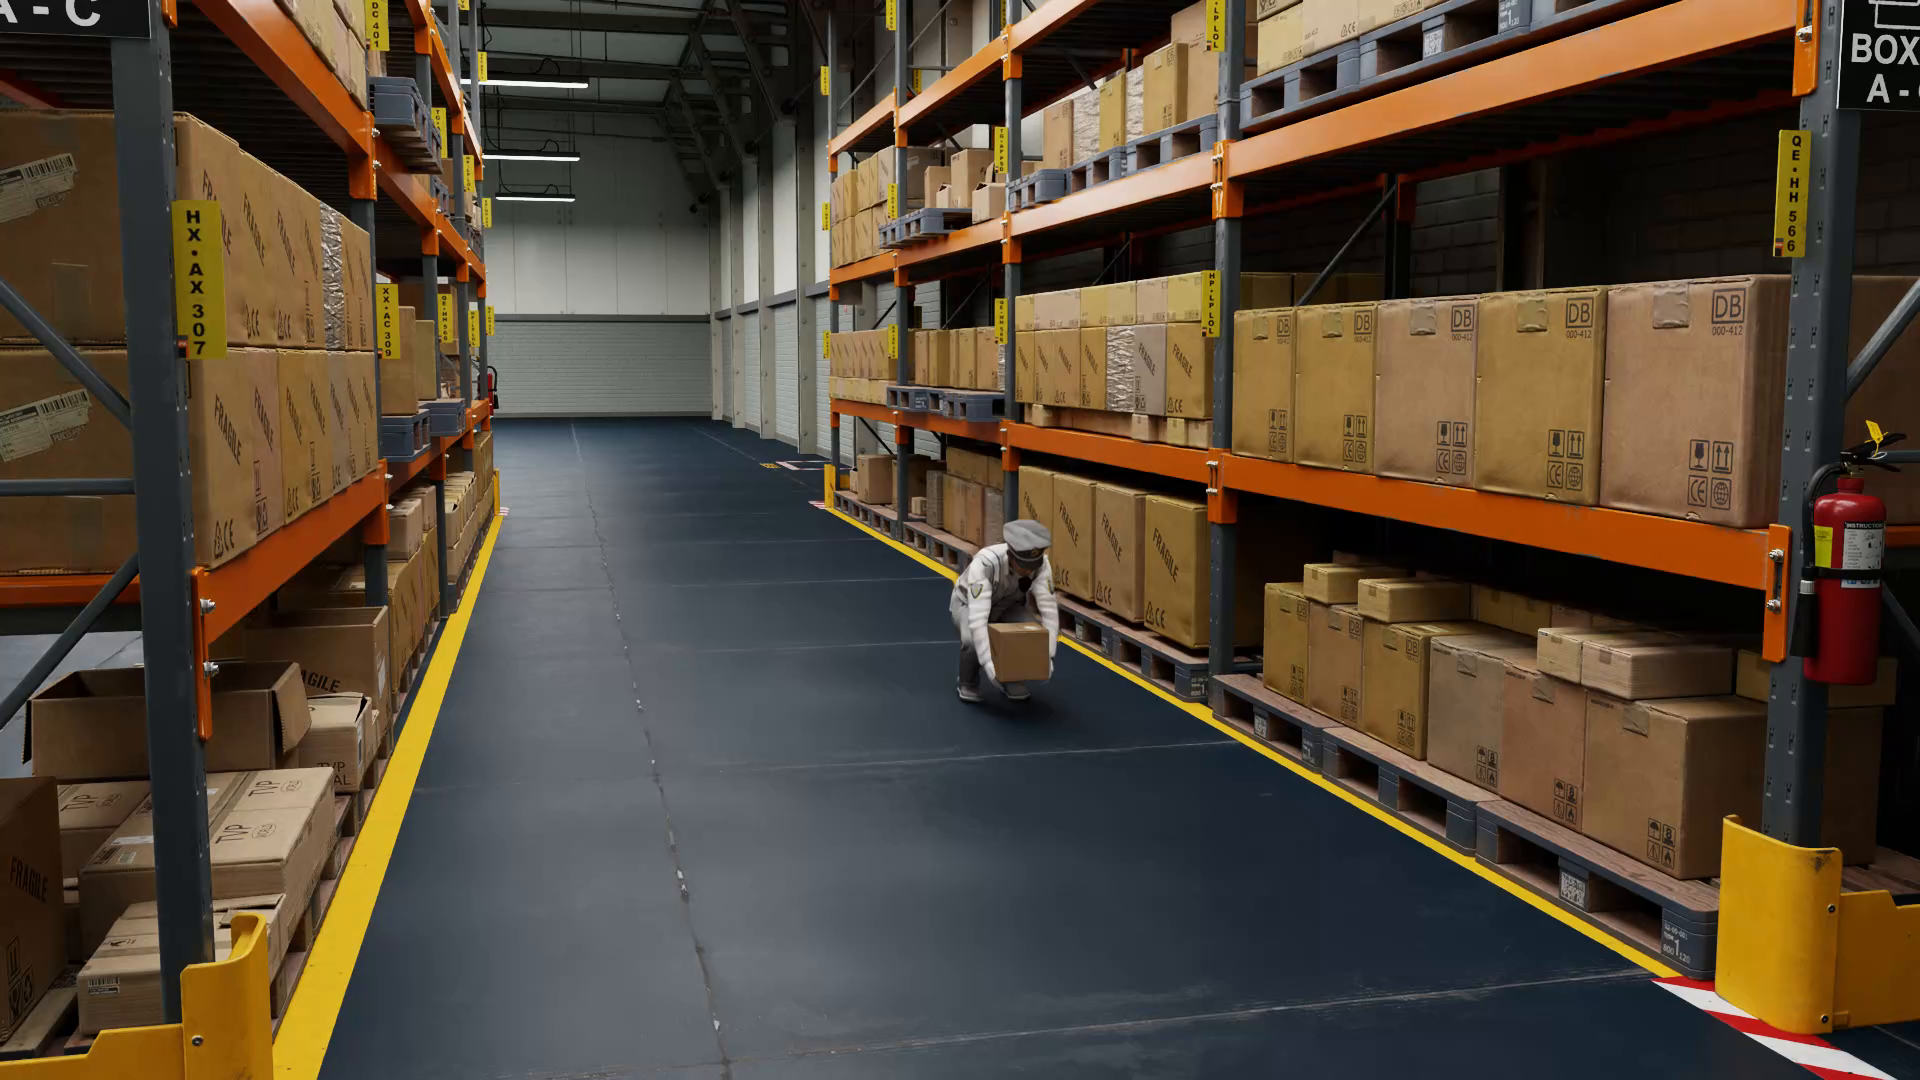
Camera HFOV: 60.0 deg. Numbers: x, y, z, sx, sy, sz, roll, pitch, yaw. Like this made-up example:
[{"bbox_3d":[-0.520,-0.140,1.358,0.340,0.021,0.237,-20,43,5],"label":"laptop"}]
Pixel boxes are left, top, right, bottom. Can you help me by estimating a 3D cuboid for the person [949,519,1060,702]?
[{"bbox_3d":[0.225,0.362,8.588,0.490,0.974,0.825,-2,6,-14],"label":"person"}]
